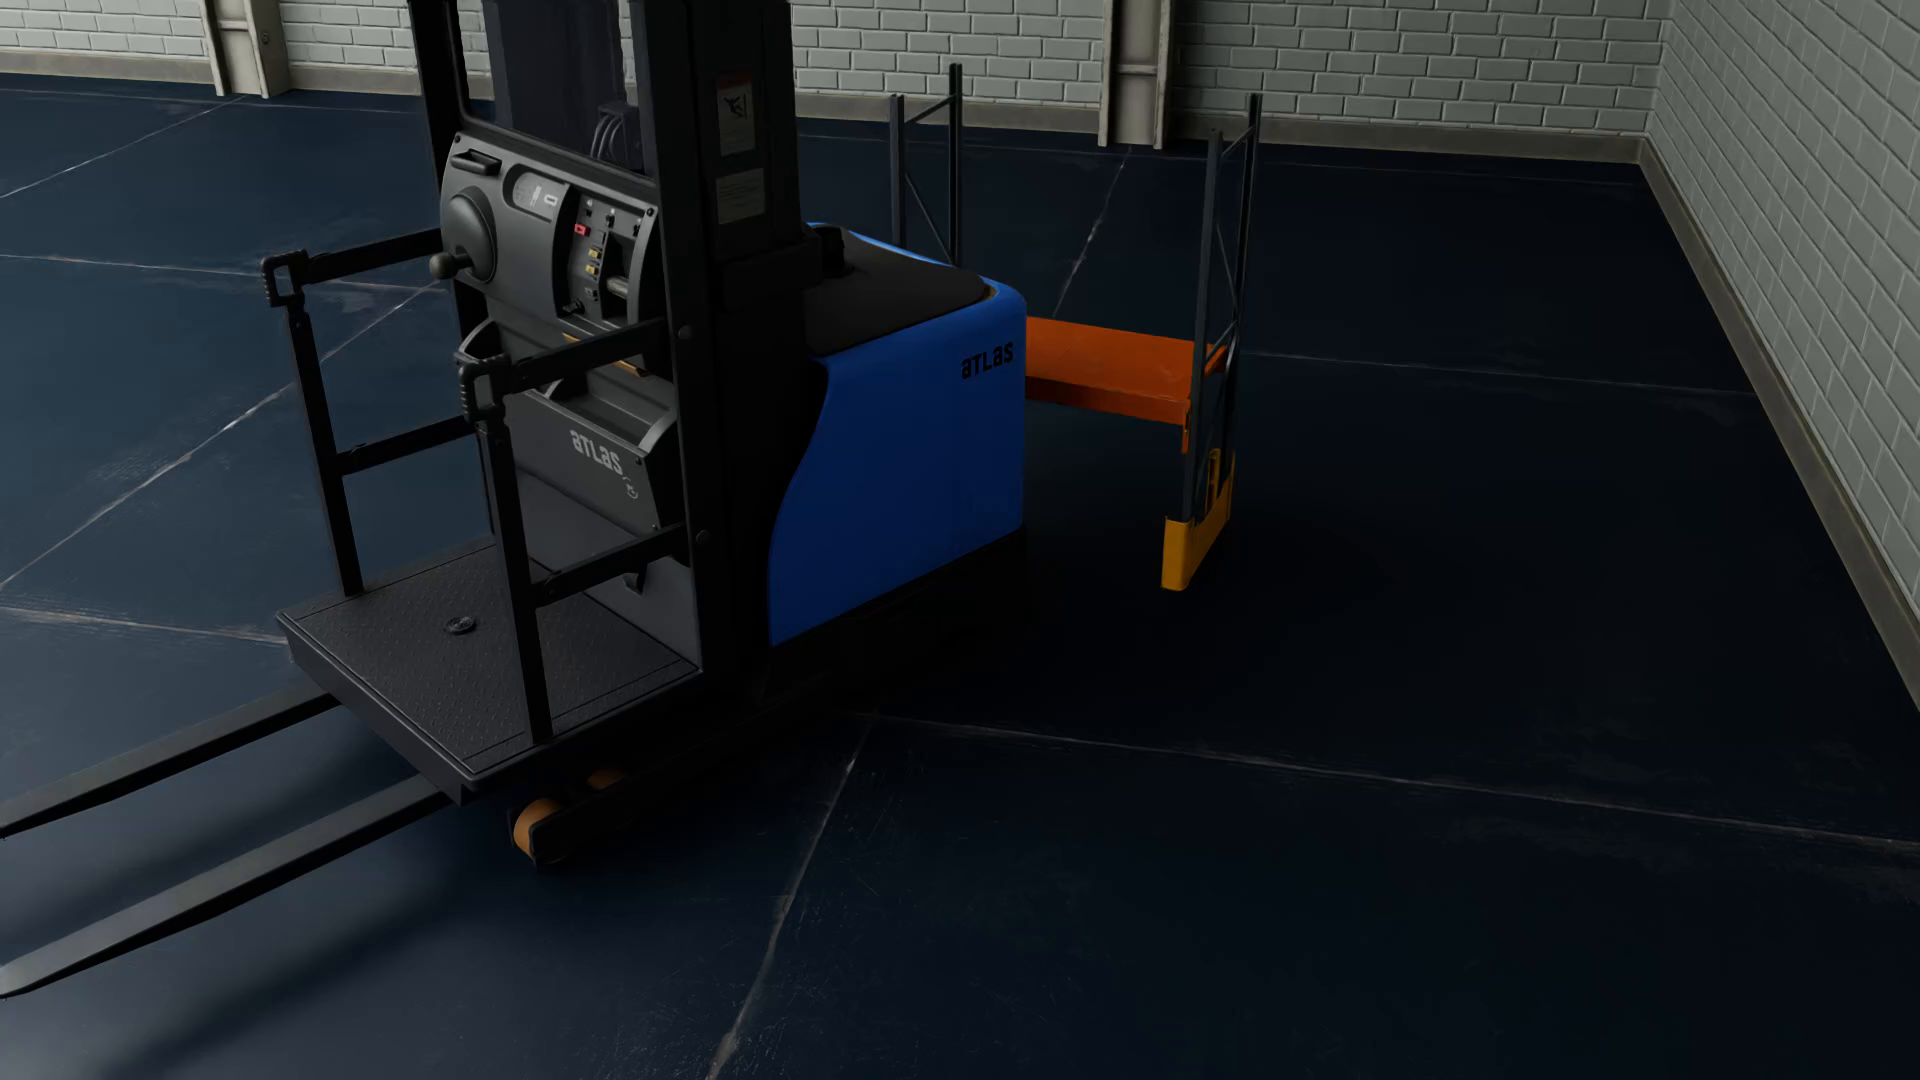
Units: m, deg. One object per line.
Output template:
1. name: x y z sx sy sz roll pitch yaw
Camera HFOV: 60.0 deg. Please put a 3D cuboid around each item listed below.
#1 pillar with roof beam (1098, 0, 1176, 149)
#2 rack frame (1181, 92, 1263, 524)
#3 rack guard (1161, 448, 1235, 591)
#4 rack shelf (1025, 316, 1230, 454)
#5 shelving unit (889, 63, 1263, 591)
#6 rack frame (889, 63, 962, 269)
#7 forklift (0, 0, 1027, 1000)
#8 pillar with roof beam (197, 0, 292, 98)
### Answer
1. pillar with roof beam: 0.168 -4.383 4.384 0.400 9.000 9.100 6 29 11
2. rack frame: 0.827 -0.621 5.323 0.032 1.500 0.500 12 31 20
3. rack guard: 0.810 -0.077 5.630 0.087 0.250 0.587 12 31 20
4. rack shelf: 0.361 -0.560 5.586 1.000 0.185 0.538 12 31 20
5. shelving unit: 0.353 -0.720 5.503 1.083 1.500 0.587 12 31 20
6. rack frame: -0.106 -0.815 5.677 0.032 1.500 0.500 12 31 20
7. forklift: -1.196 -0.741 4.052 3.031 2.935 1.130 -25 37 -38
8. pillar with roof beam: -5.700 -4.984 5.483 0.400 9.000 9.100 6 29 11
